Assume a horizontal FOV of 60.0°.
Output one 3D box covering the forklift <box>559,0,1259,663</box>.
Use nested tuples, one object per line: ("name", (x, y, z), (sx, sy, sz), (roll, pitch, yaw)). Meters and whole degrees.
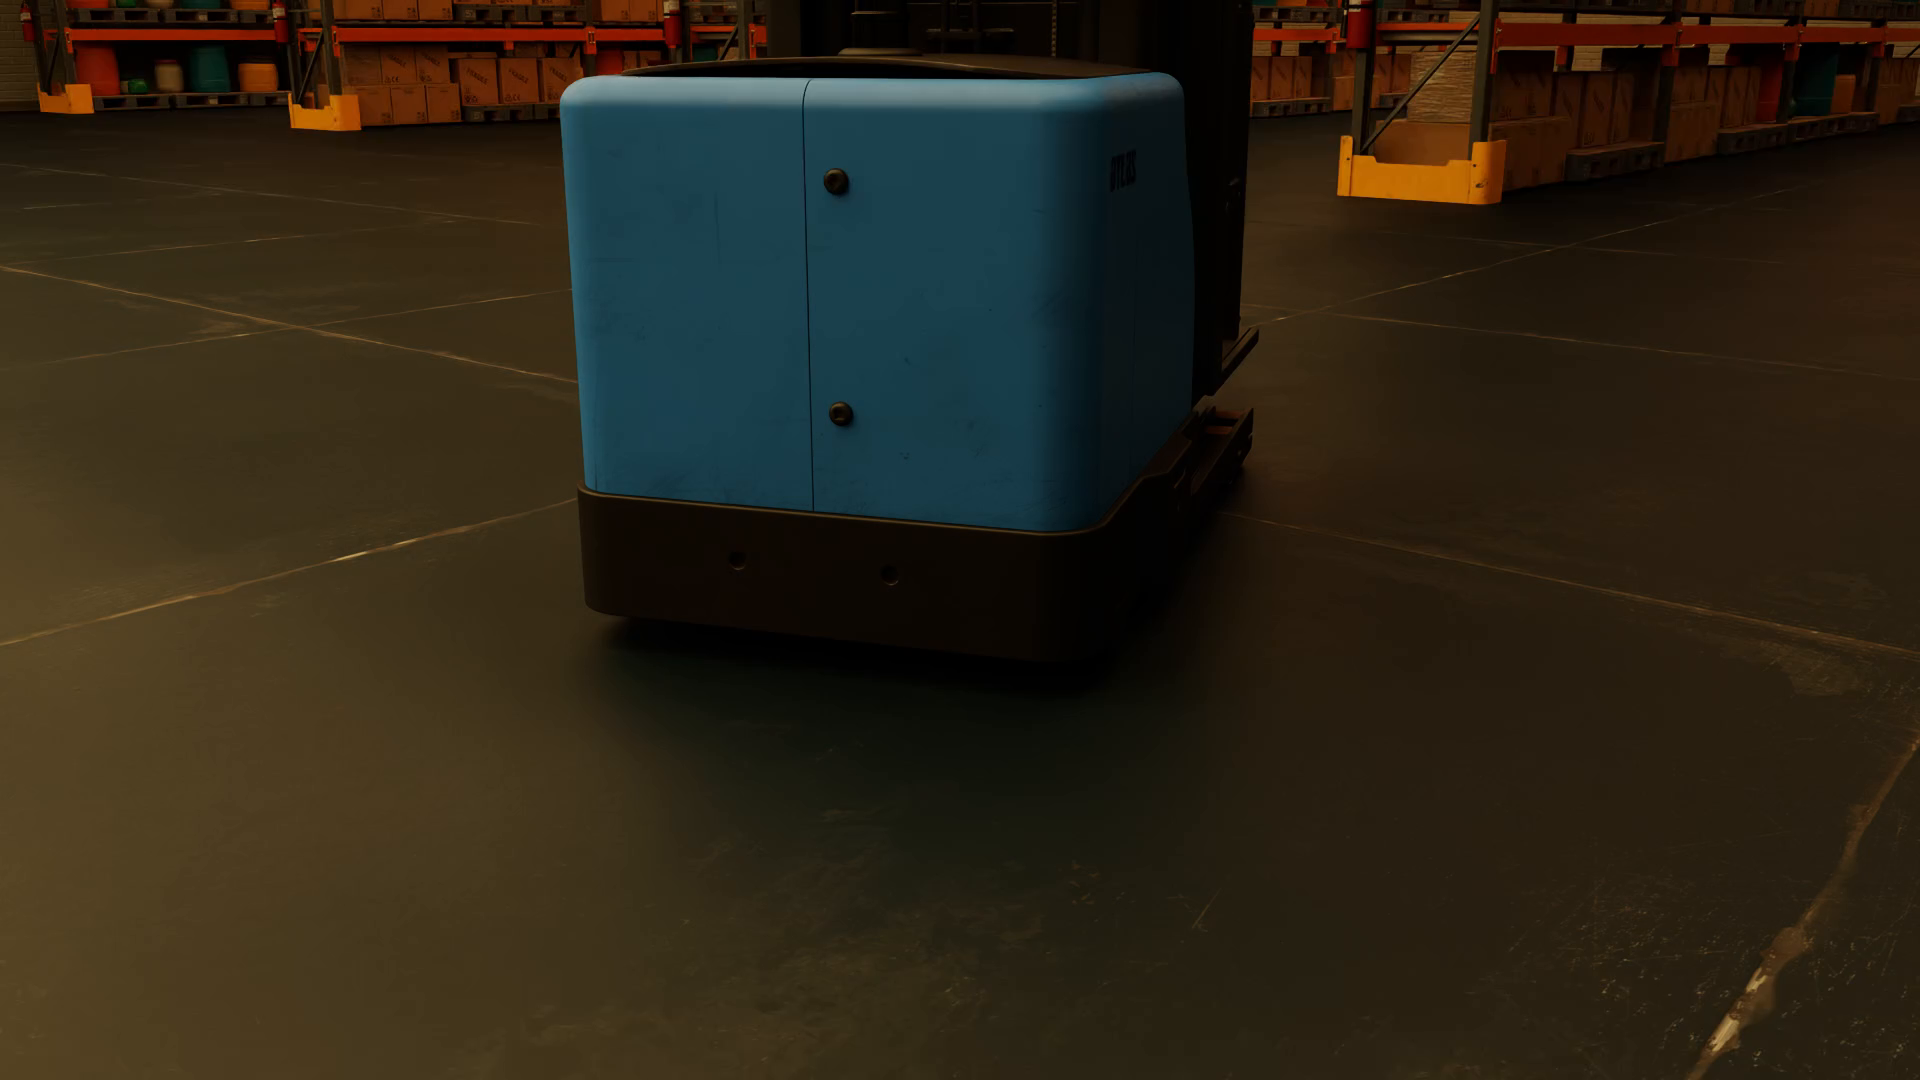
("forklift", (0.182, -1.571, 4.072), (1.130, 2.935, 3.031), (5, 18, 17))
